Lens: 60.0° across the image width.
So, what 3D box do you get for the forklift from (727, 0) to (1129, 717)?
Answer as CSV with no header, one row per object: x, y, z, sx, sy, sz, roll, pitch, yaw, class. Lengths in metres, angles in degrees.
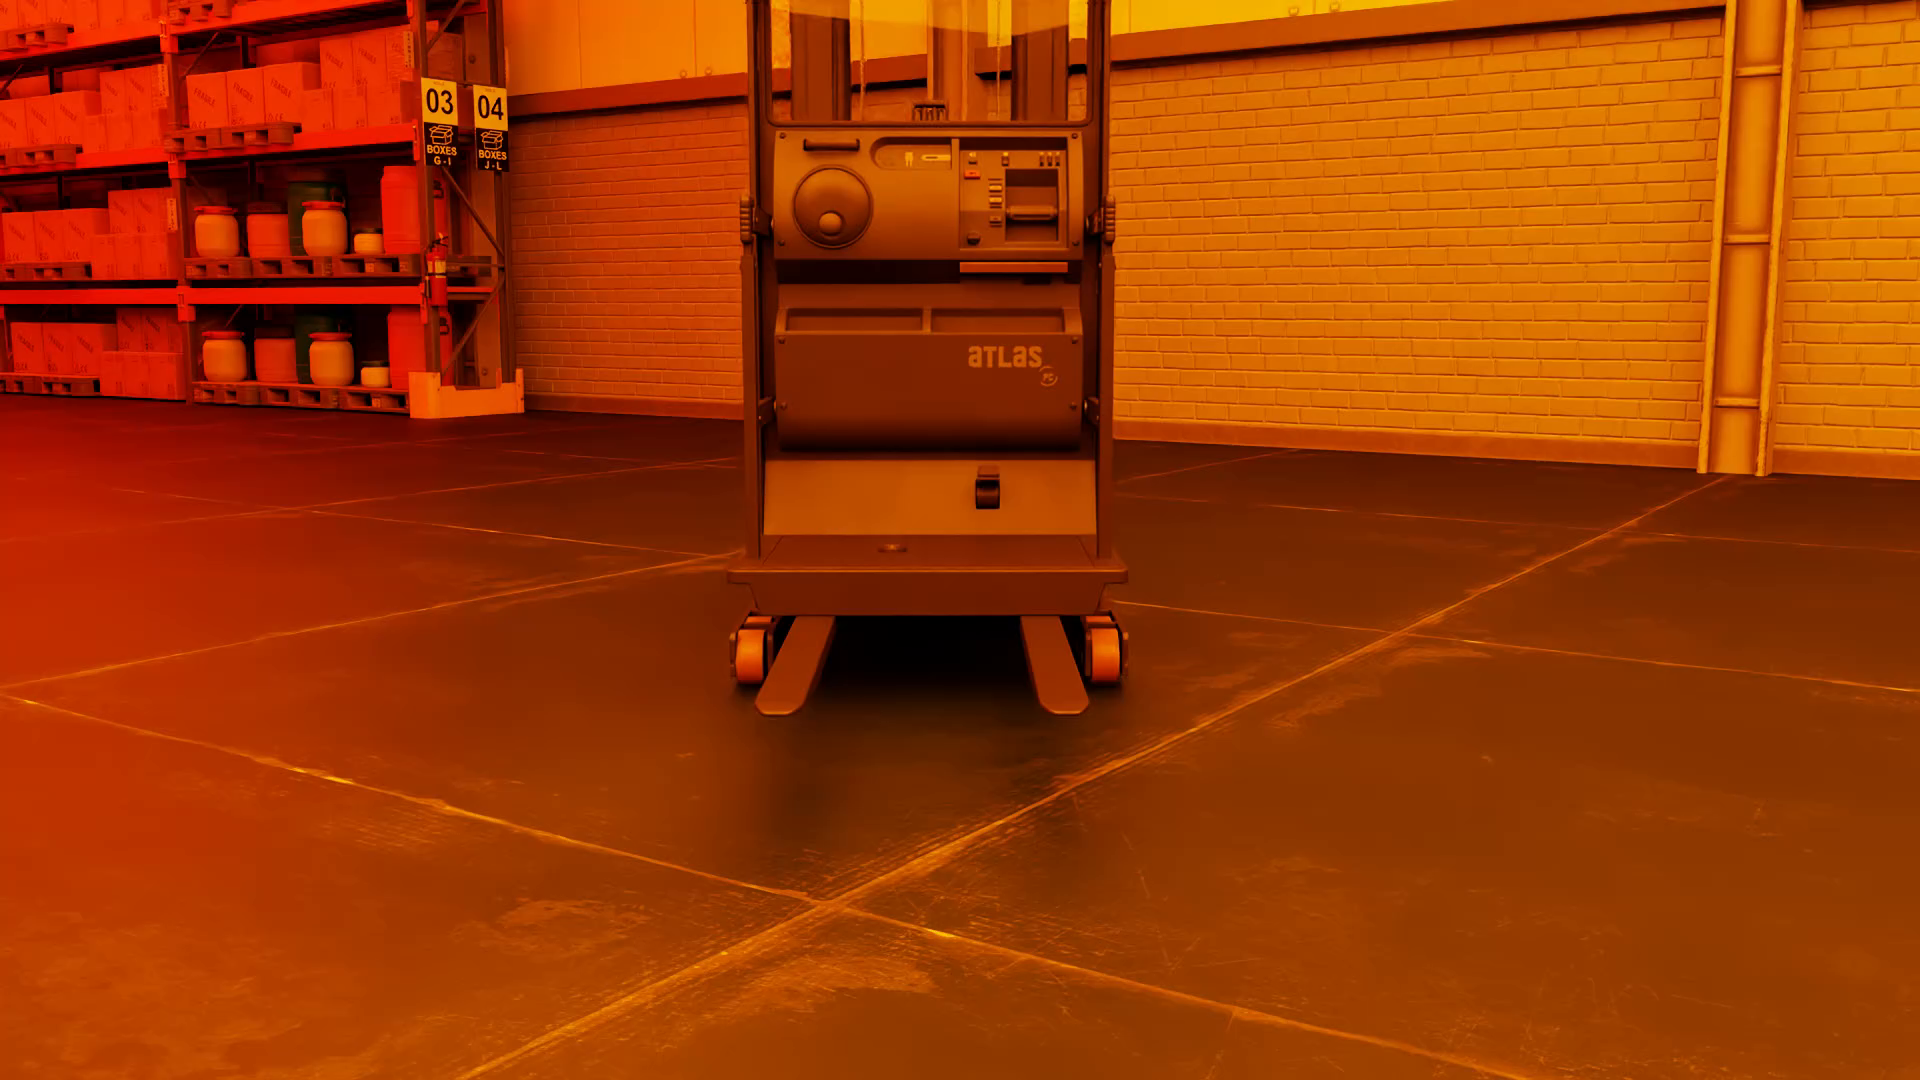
-0.090,-1.081,4.798,1.130,2.935,3.031,0,8,0,forklift
